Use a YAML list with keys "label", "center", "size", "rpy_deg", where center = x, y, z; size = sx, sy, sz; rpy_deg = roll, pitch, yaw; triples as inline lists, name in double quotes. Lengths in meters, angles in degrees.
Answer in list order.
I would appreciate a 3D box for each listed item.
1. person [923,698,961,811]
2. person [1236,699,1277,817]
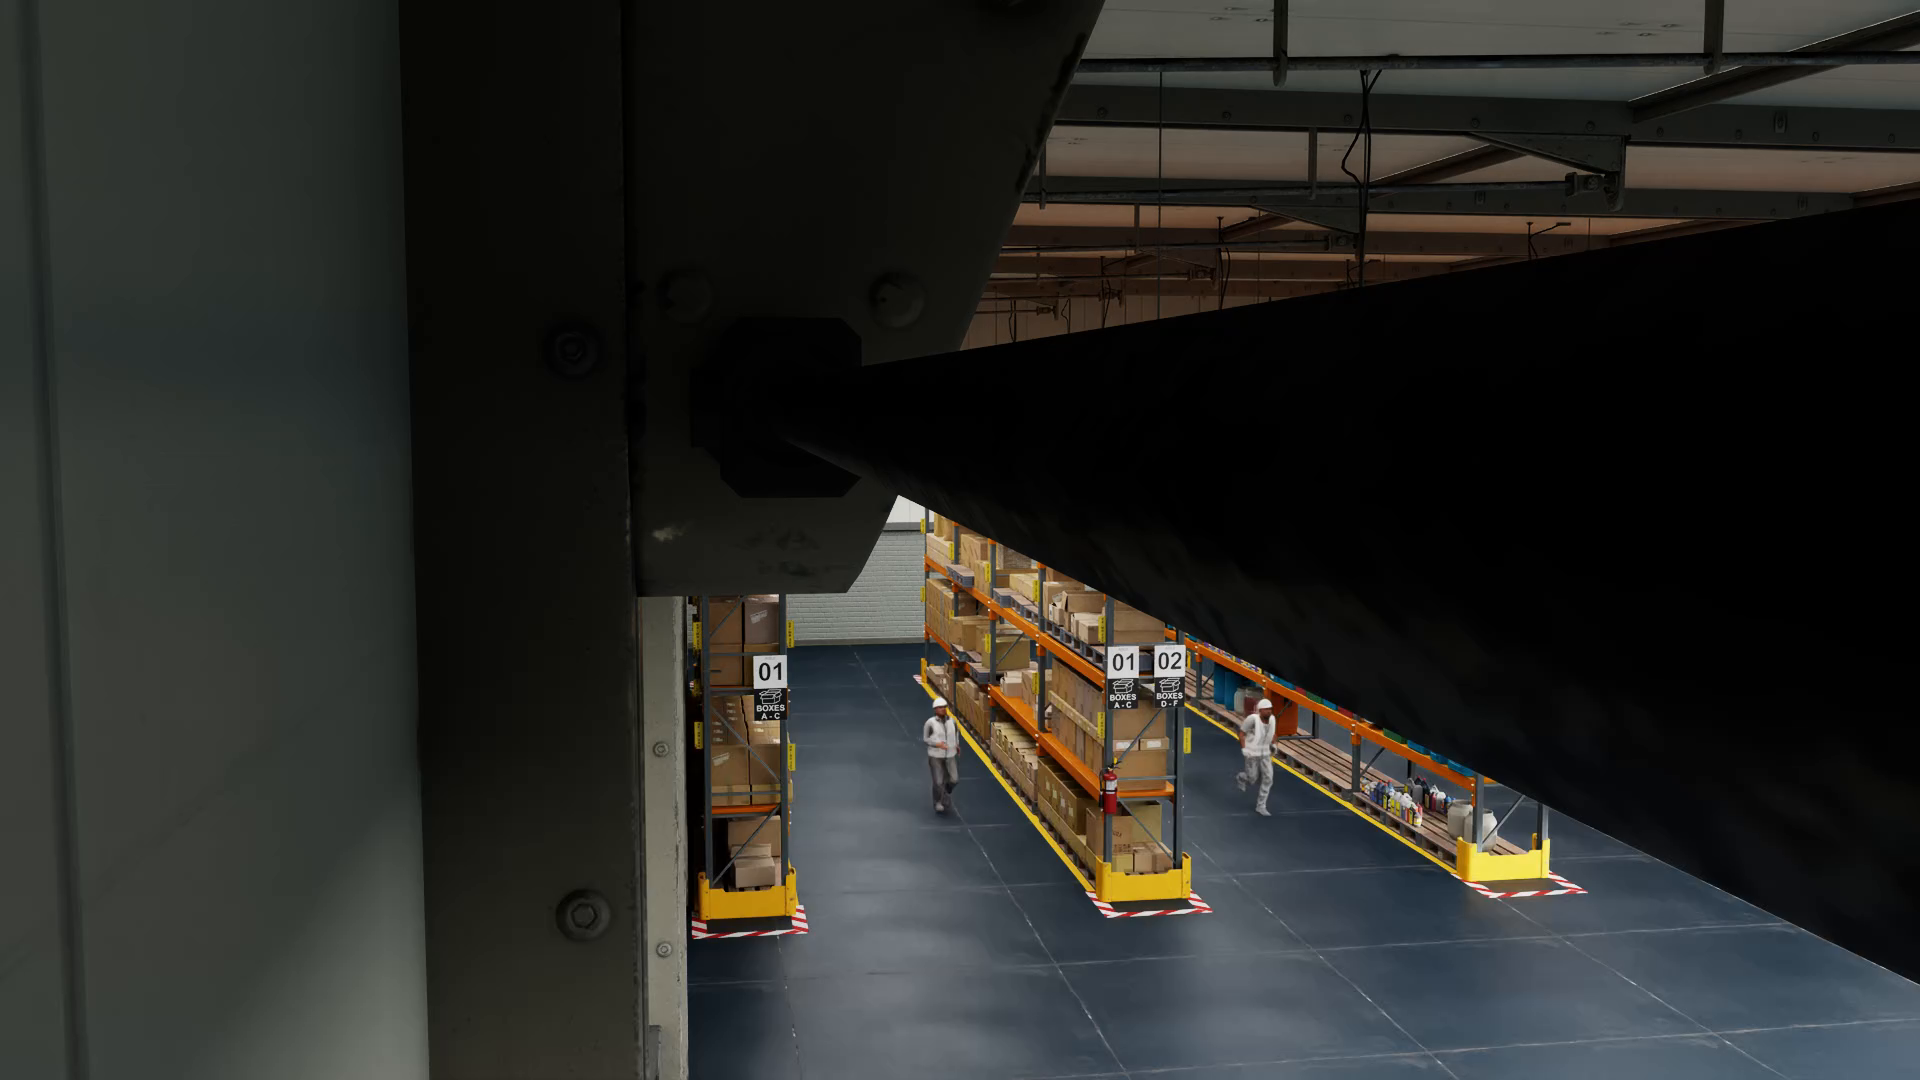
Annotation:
- label: "person"
  center: [-0.242, 3.250, 25.095]
  size: [0.643, 1.732, 0.603]
  rpy_deg: [-2, 5, -20]
- label: "person"
  center: [4.506, 3.259, 25.284]
  size: [0.688, 1.757, 0.891]
  rpy_deg: [-2, 5, -21]
